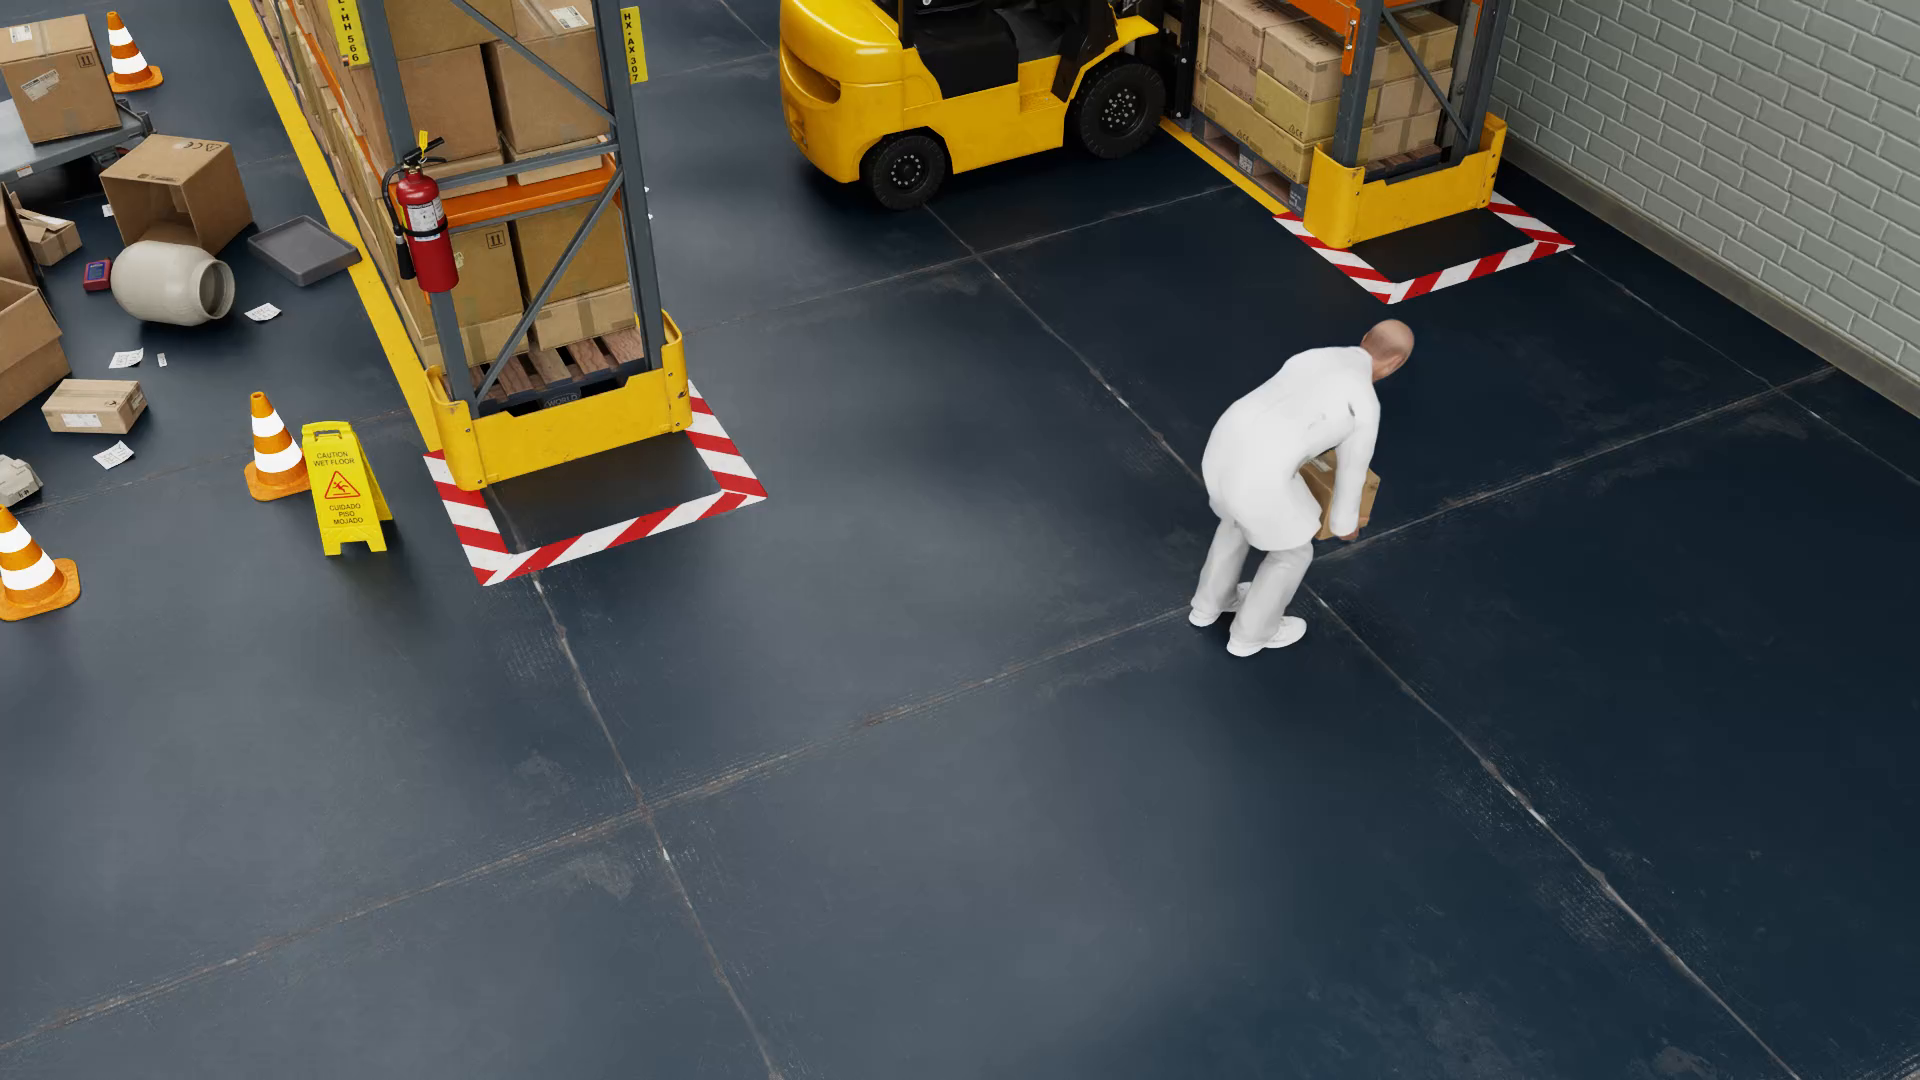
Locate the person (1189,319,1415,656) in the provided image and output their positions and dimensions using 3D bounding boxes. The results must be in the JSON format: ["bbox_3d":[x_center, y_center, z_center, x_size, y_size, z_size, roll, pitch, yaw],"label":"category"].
[{"bbox_3d":[1.378,-0.195,6.732,0.891,1.344,0.551,-20,45,-22],"label":"person"}]
